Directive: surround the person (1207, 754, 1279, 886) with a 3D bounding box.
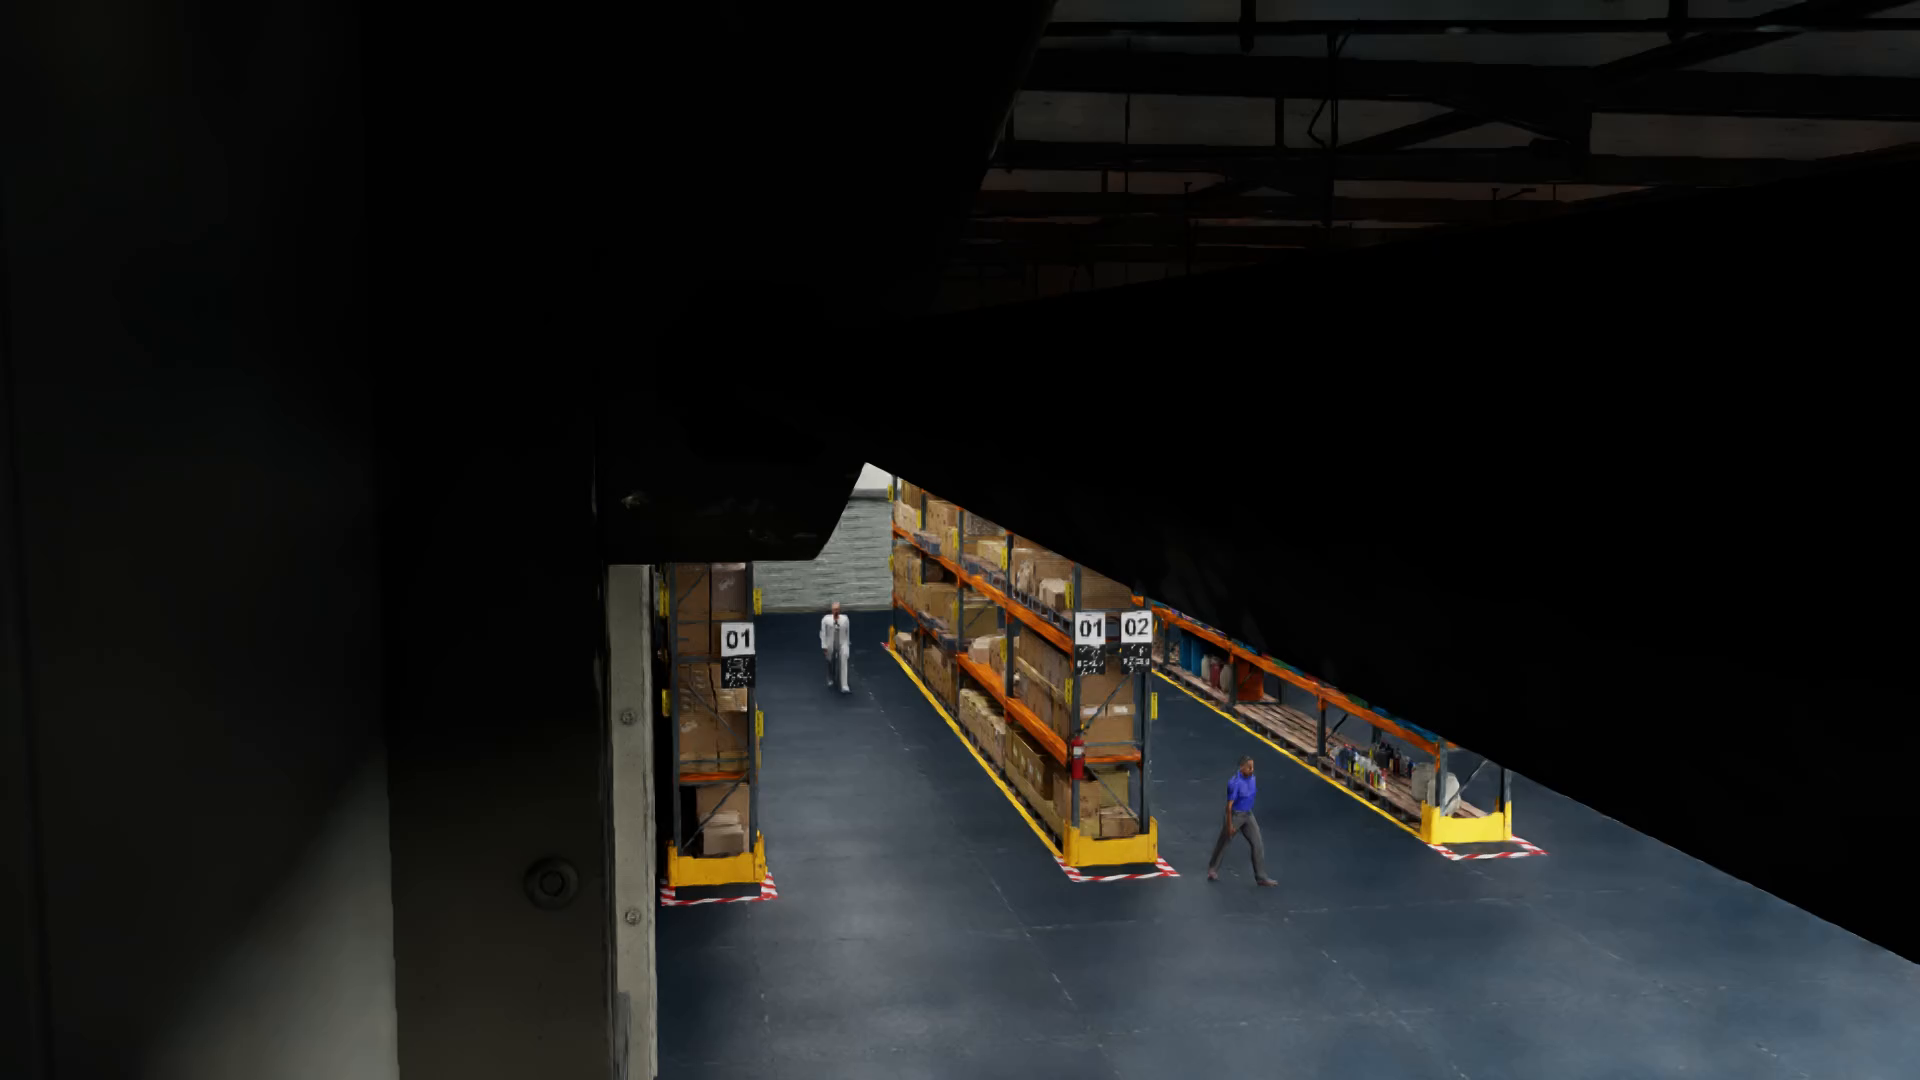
[{"bbox_3d":[3.394,3.366,20.105,0.490,1.606,0.937,-4,7,-33],"label":"person"}]

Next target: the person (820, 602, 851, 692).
[{"bbox_3d":[-2.383,2.022,31.900,0.598,1.698,1.194,-1,6,-8],"label":"person"}]
